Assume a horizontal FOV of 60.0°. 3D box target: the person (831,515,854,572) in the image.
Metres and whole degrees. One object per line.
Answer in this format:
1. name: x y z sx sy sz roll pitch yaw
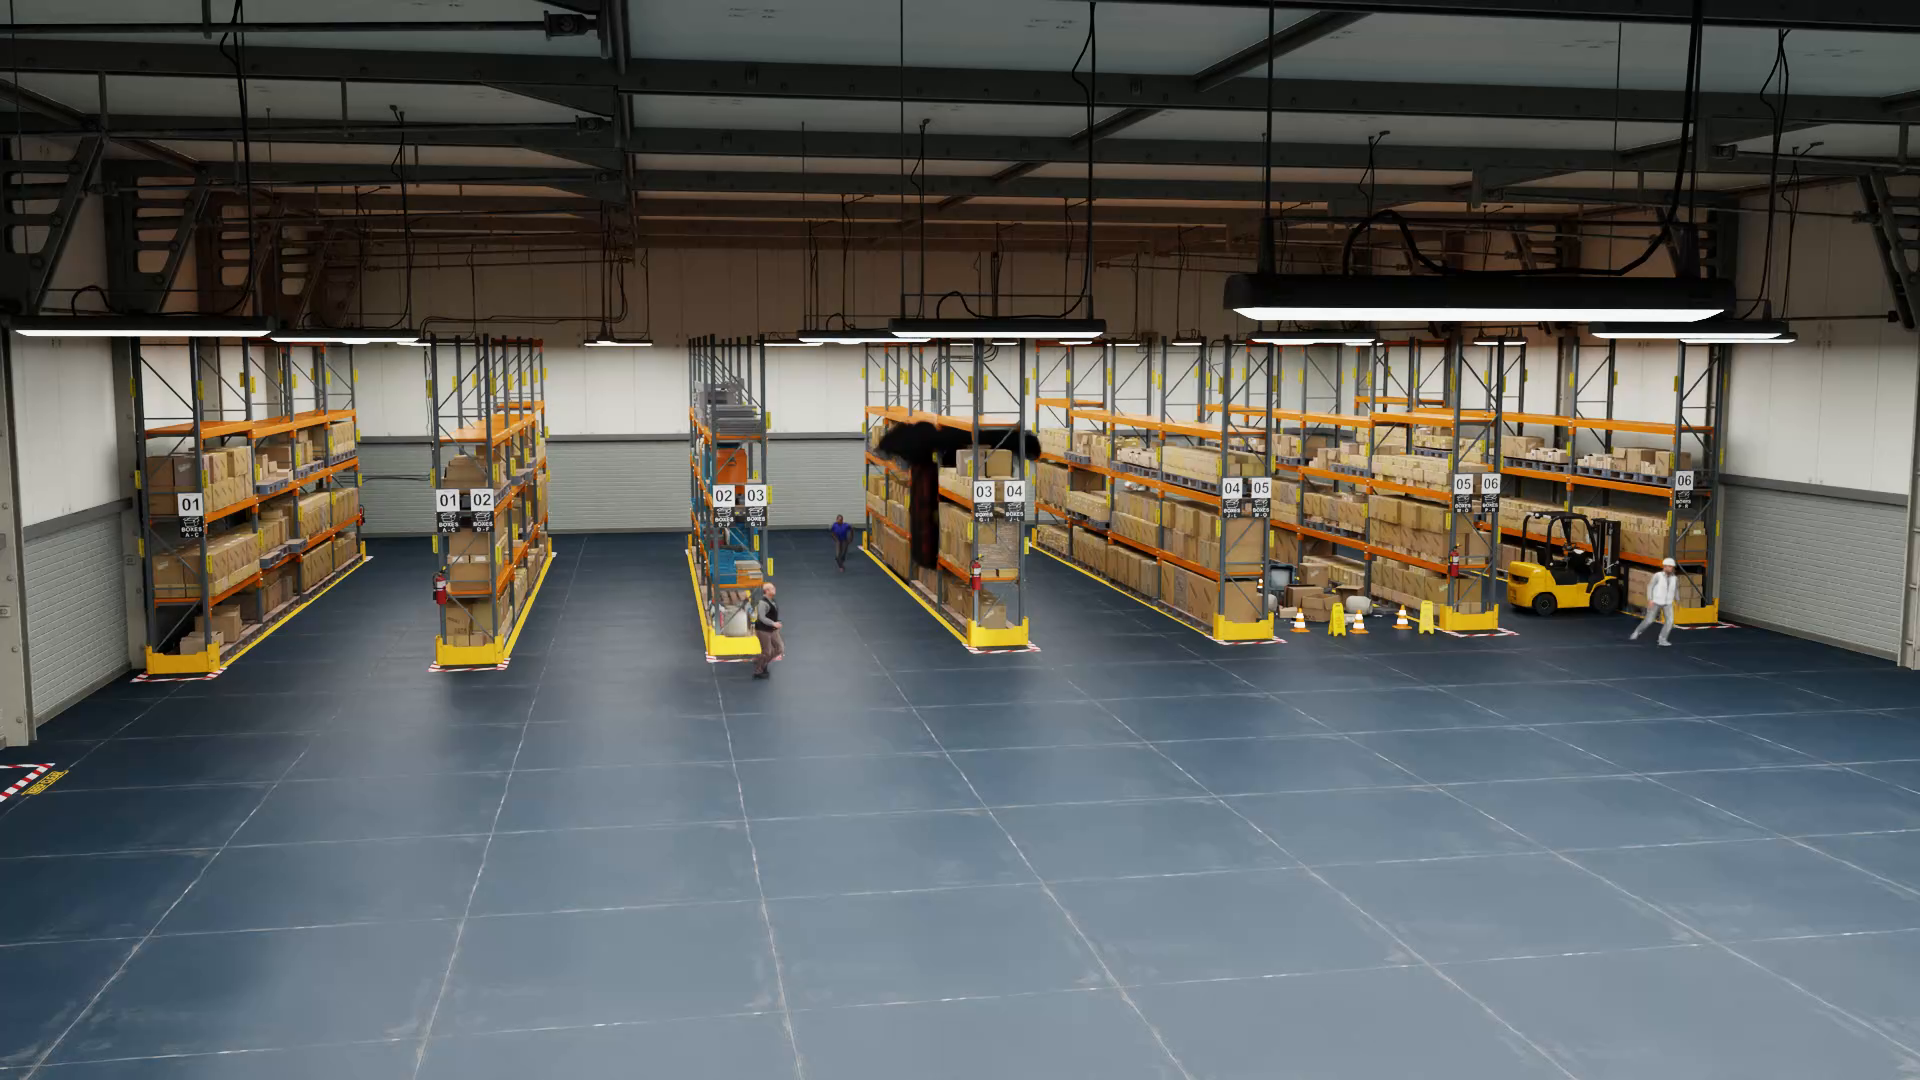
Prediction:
1. person: -3.019 0.078 42.775 0.575 1.525 0.815 0 7 4

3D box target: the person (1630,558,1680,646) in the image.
1. person: 13.523 1.179 32.266 0.779 1.715 0.726 -1 7 -5

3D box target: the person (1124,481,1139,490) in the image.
1. person: 5.474 -1.044 51.996 0.699 1.659 0.910 5 8 36

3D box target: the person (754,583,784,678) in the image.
1. person: -3.346 1.575 28.914 0.582 1.679 0.655 2 7 18
